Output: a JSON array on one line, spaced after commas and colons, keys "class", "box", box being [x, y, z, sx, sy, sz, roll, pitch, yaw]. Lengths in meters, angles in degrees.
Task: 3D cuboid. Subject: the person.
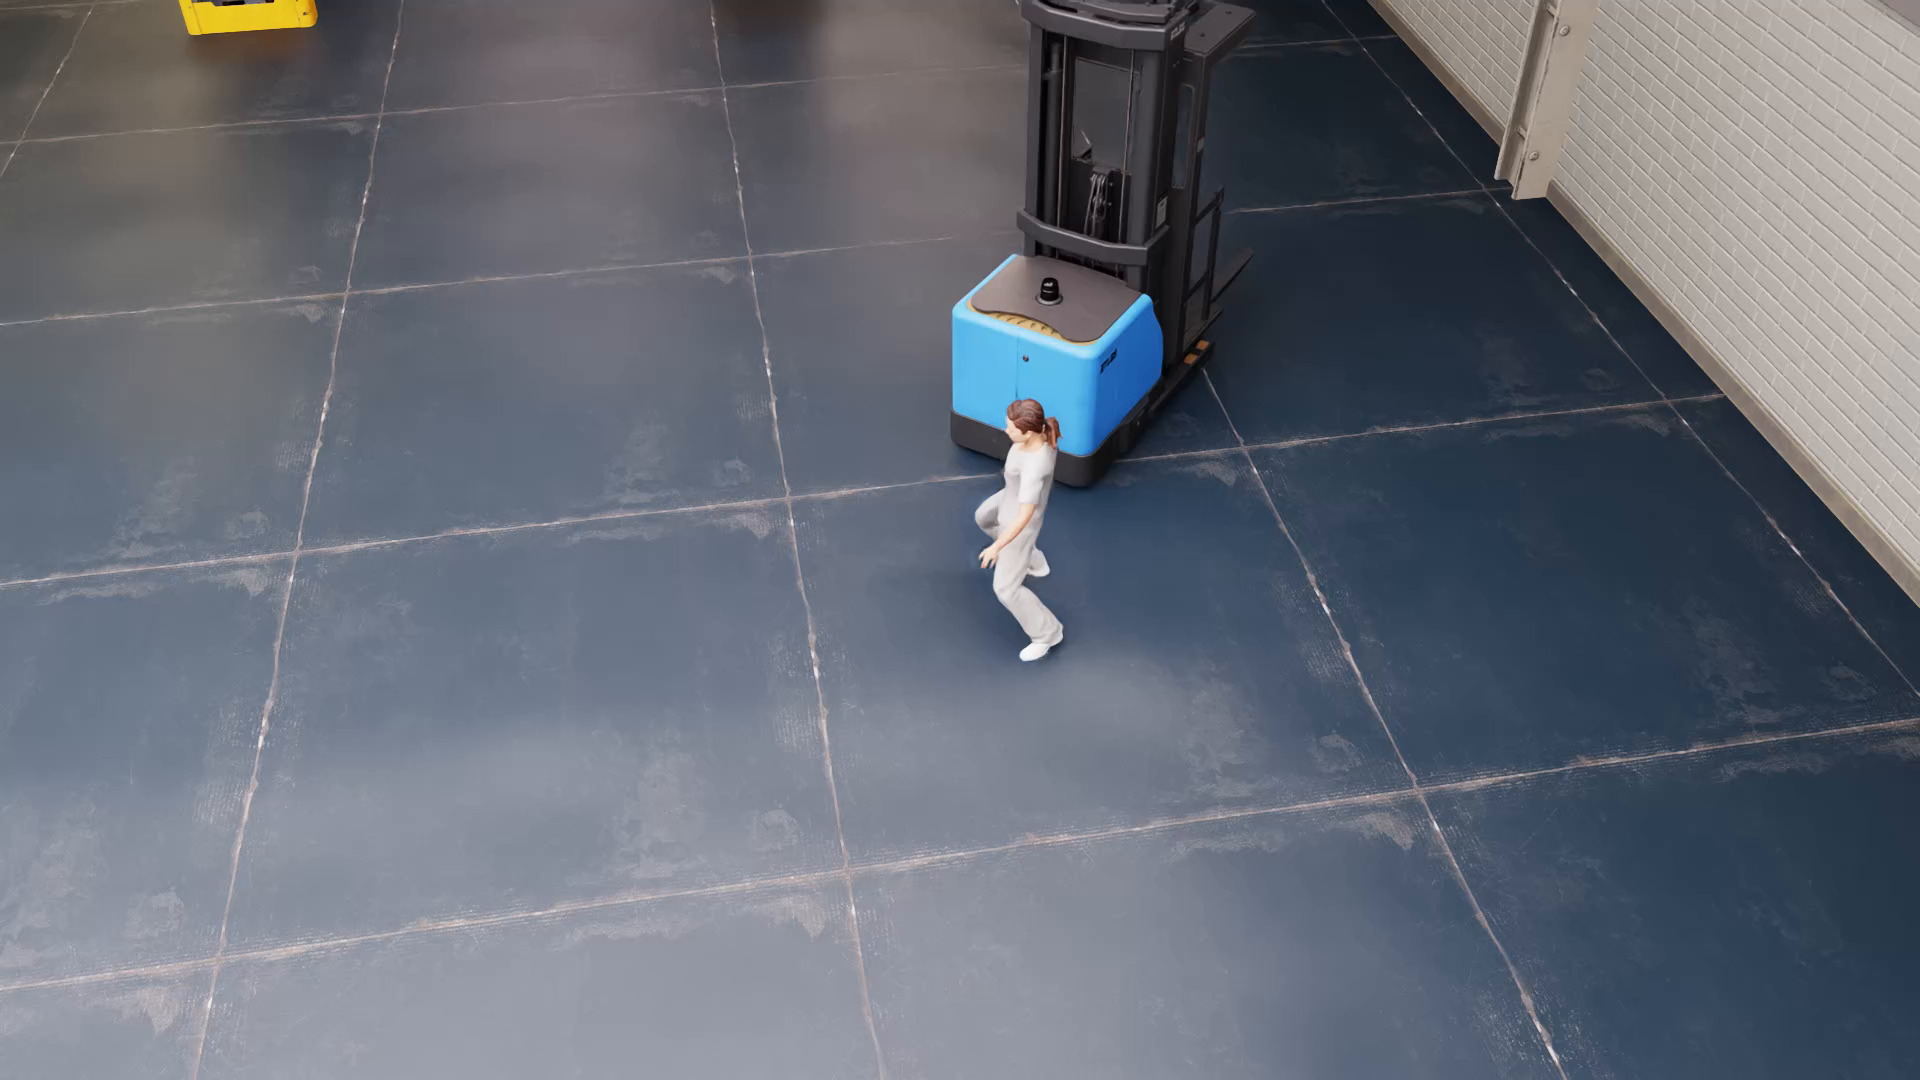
[{"class": "person", "box": [0.334, -0.157, 9.215, 0.586, 1.573, 0.824, 7, 41, 8]}]

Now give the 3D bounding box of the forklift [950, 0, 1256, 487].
[{"class": "forklift", "box": [1.129, -2.386, 10.764, 1.130, 2.935, 3.031, 21, 45, 23]}]
